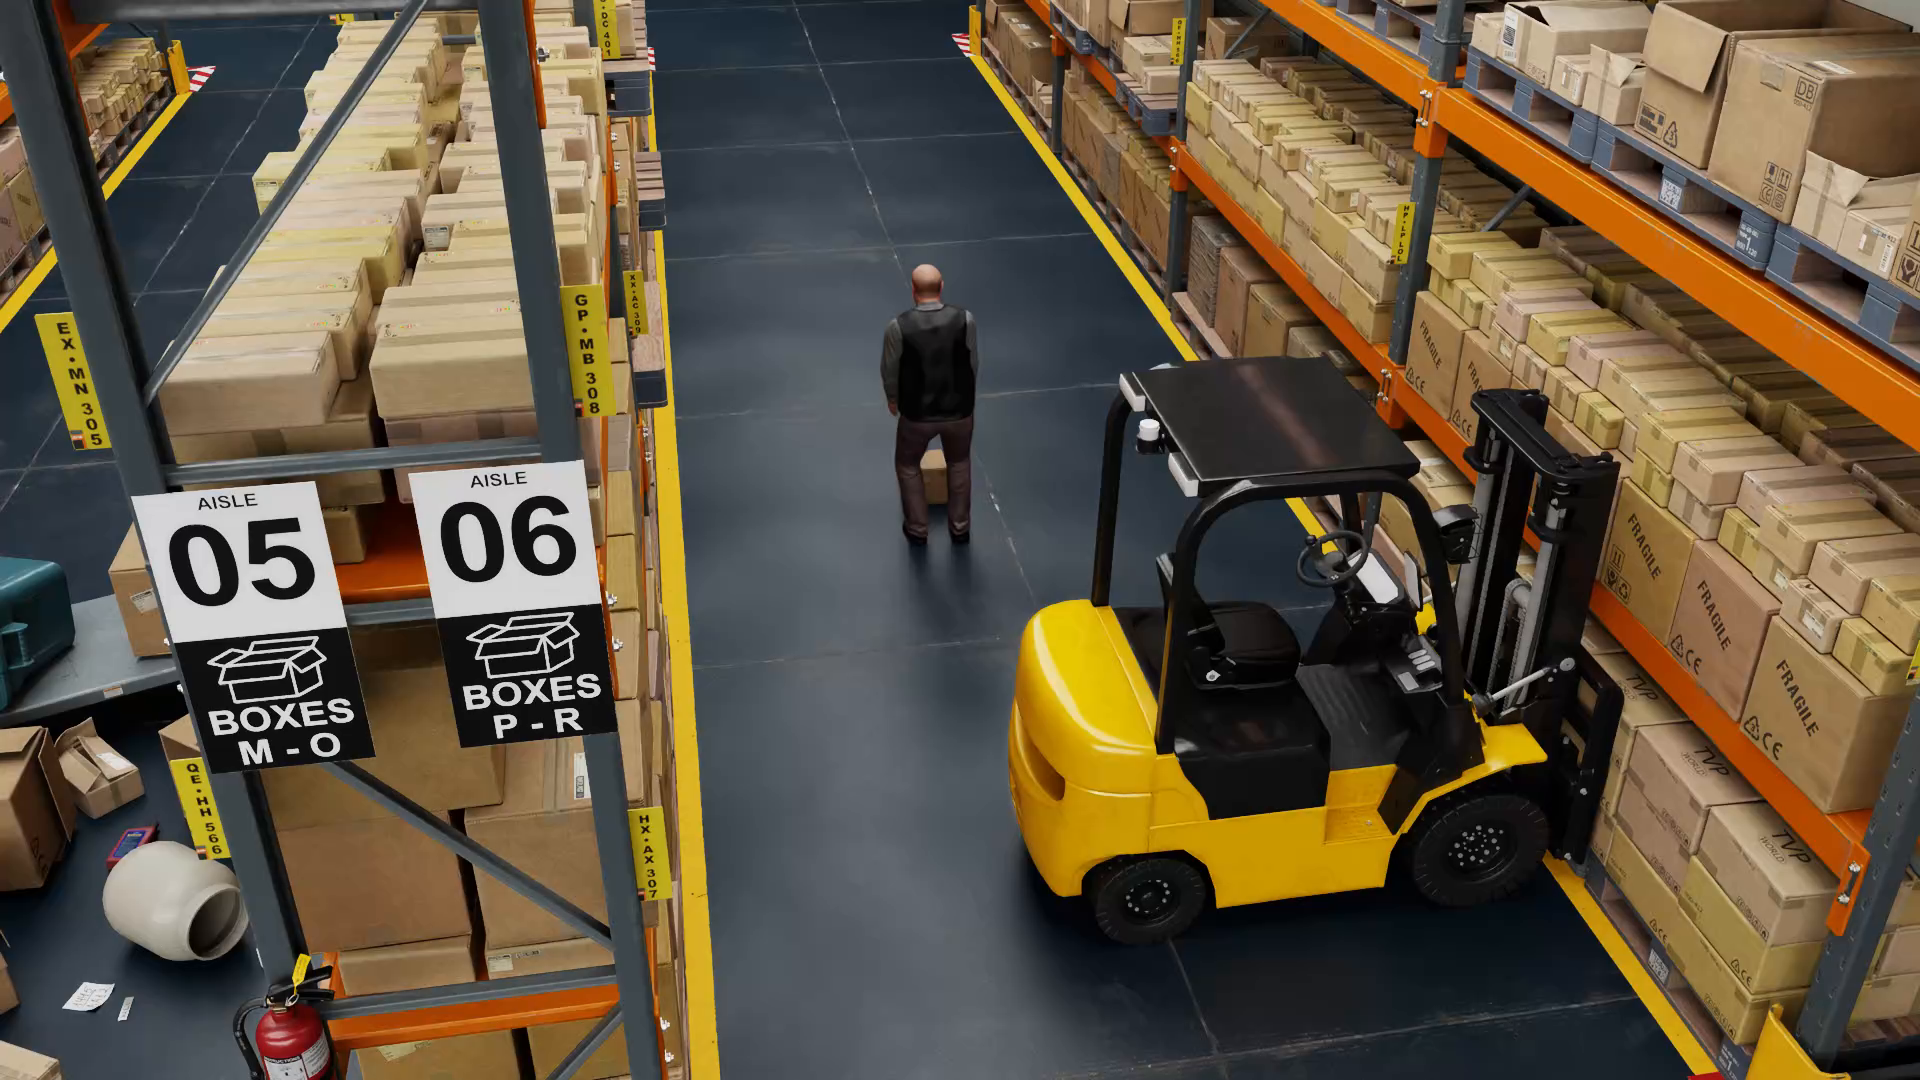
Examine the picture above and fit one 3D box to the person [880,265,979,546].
[{"bbox_3d":[-0.168,-0.742,9.495,0.563,1.658,0.447,-5,31,-8],"label":"person"}]
